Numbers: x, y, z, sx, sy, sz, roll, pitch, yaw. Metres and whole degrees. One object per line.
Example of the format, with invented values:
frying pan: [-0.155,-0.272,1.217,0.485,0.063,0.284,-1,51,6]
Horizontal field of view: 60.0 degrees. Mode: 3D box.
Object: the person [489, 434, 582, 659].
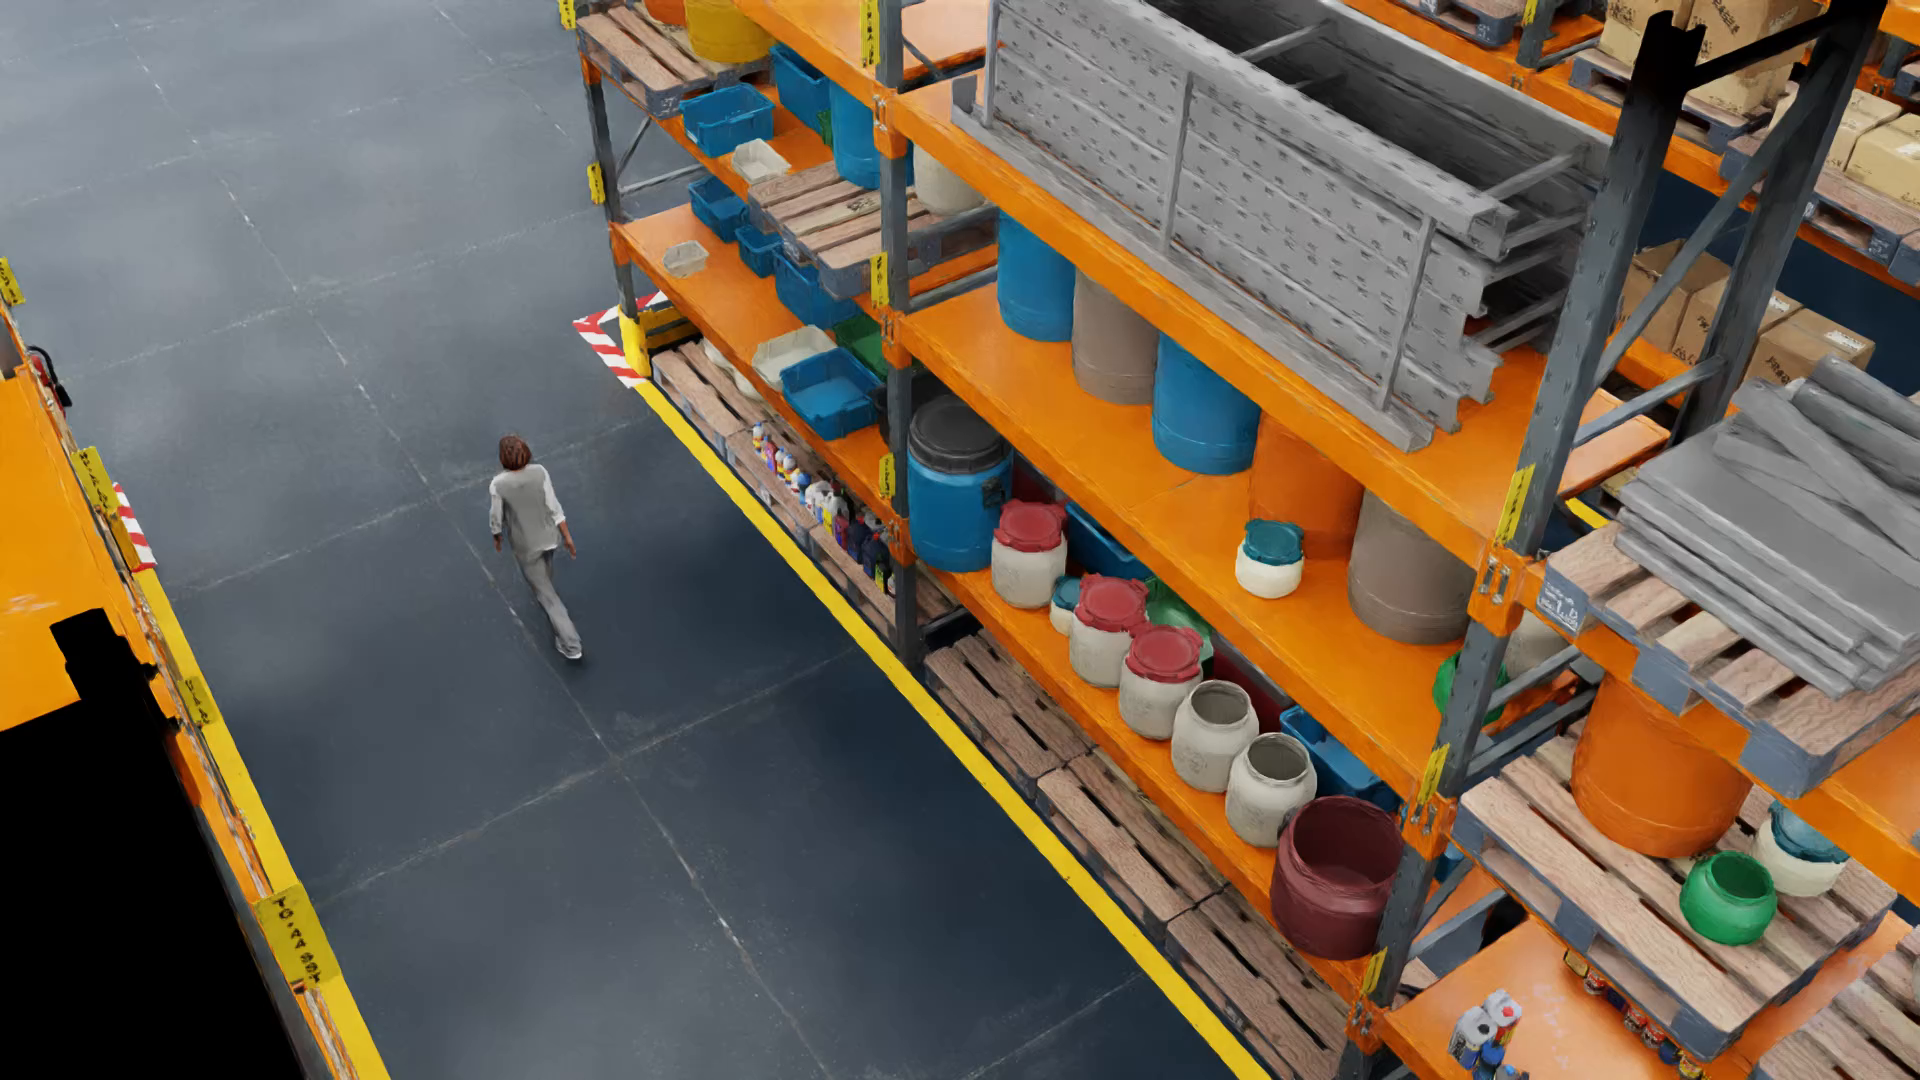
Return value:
person: [-2.736,-0.006,10.619,0.432,1.539,0.948,-26,48,-25]
